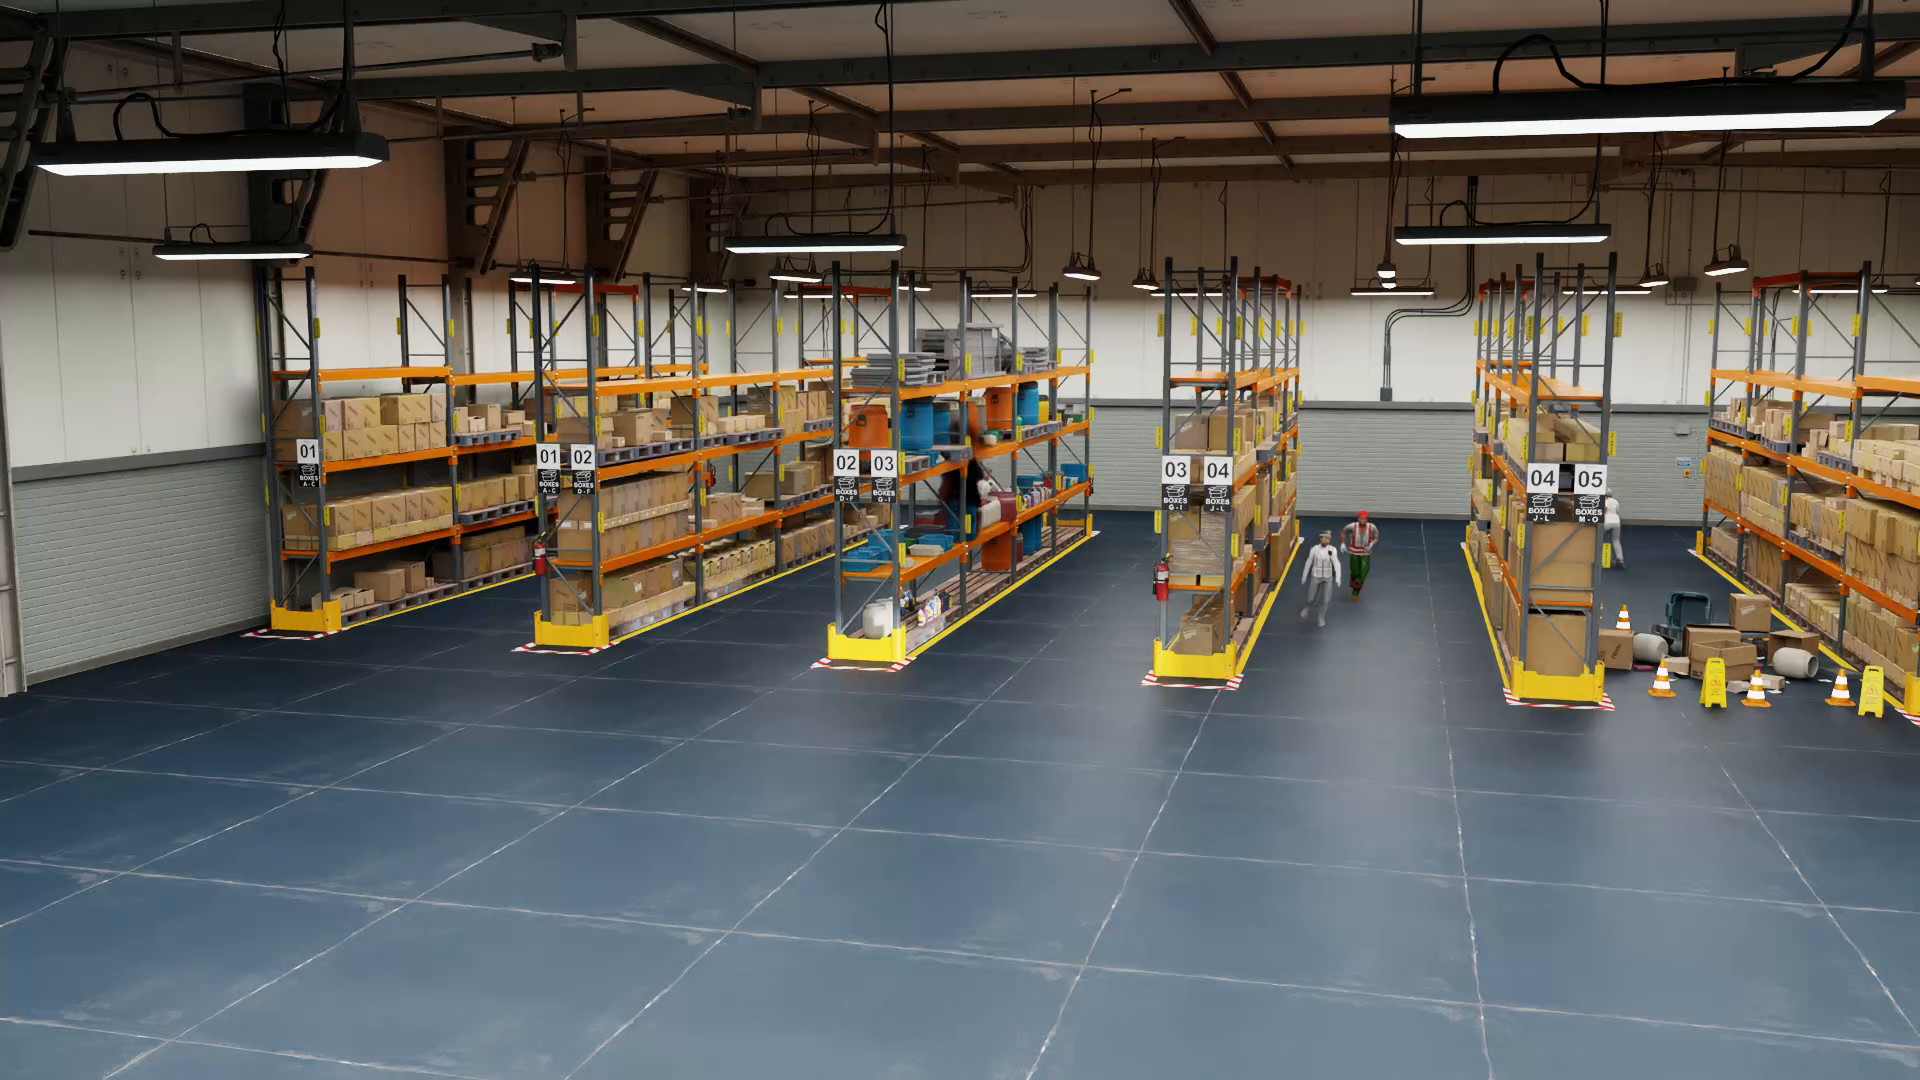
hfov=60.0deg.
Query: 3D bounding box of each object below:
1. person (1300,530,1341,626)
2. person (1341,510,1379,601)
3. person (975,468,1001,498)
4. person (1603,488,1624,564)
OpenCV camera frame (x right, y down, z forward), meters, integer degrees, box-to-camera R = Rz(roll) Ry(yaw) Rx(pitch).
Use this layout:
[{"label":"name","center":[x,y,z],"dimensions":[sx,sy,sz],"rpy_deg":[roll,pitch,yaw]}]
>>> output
[{"label":"person","center":[6.101,0.625,28.111],"dimensions":[0.640,1.642,0.636],"rpy_deg":[1,7,8]},{"label":"person","center":[7.376,0.283,30.683],"dimensions":[0.641,1.706,0.745],"rpy_deg":[0,7,-2]},{"label":"person","center":[0.646,-0.859,39.628],"dimensions":[0.571,1.744,0.832],"rpy_deg":[3,8,21]},{"label":"person","center":[13.821,-0.270,35.382],"dimensions":[0.572,1.635,0.939],"rpy_deg":[-1,7,-8]}]
